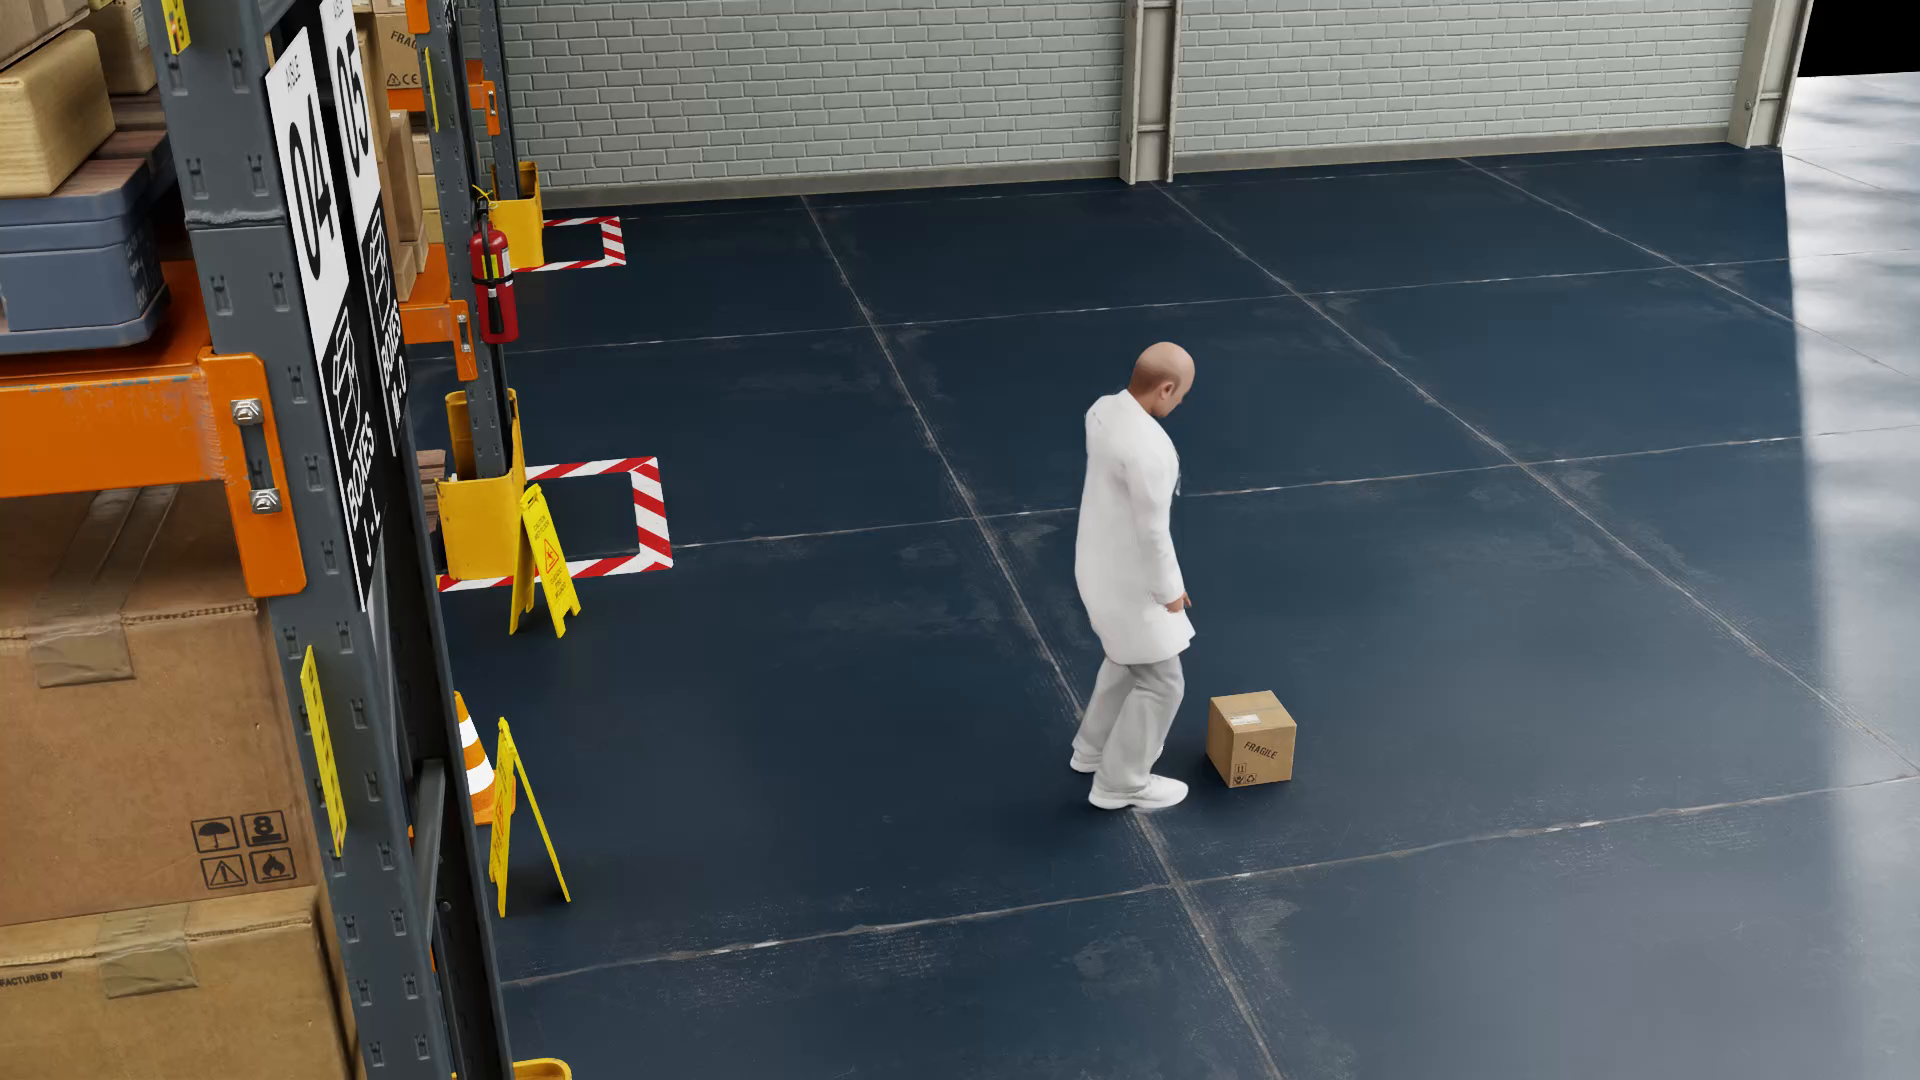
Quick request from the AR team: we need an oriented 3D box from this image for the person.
[{"bbox_3d":[0.617,0.130,5.938,0.409,1.731,0.587,-5,27,-10],"label":"person"}]
